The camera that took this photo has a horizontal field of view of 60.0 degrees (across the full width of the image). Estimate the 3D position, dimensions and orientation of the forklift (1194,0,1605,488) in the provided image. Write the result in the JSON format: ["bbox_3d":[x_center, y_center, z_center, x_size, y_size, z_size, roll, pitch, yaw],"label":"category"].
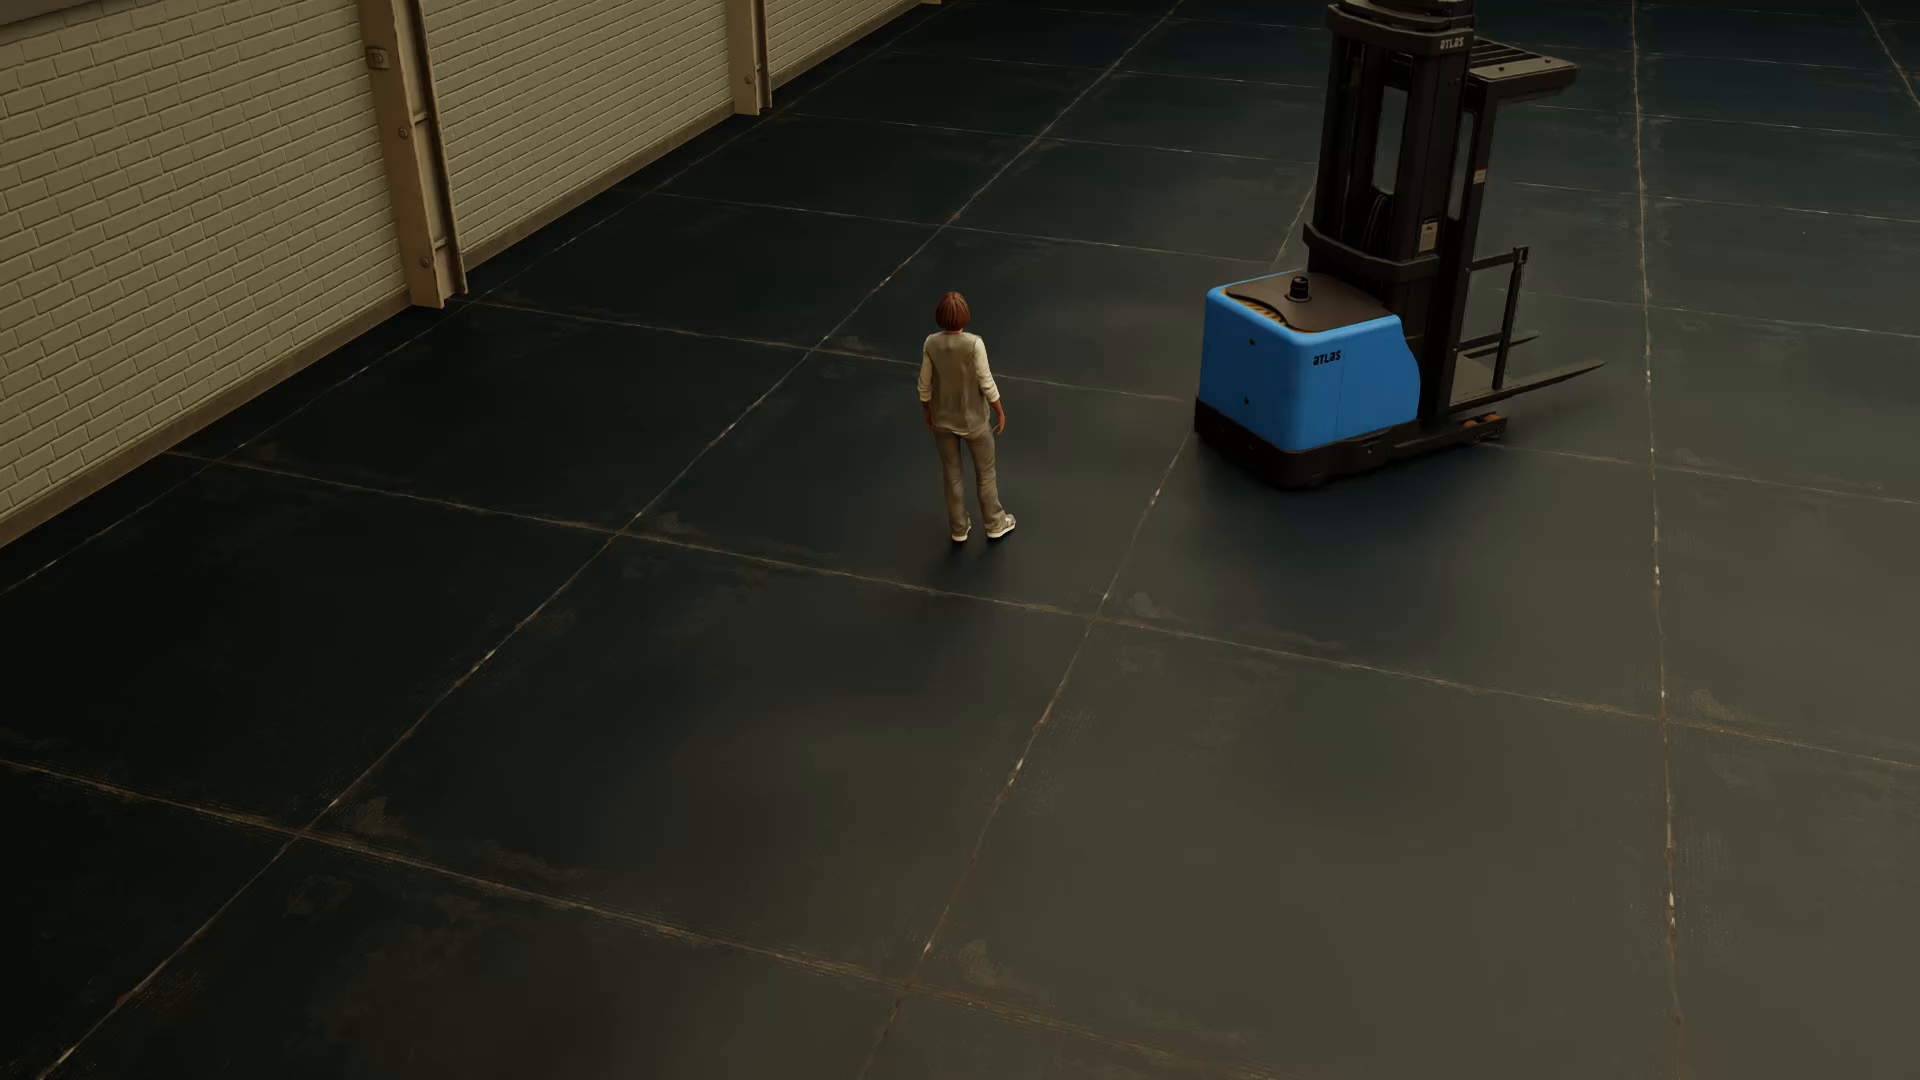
[{"bbox_3d":[3.124,-2.124,10.862,3.031,2.935,1.130,-15,33,-25],"label":"forklift"}]

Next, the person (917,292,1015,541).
[{"bbox_3d":[0.037,-0.732,9.753,0.521,1.596,0.475,10,31,16],"label":"person"}]
